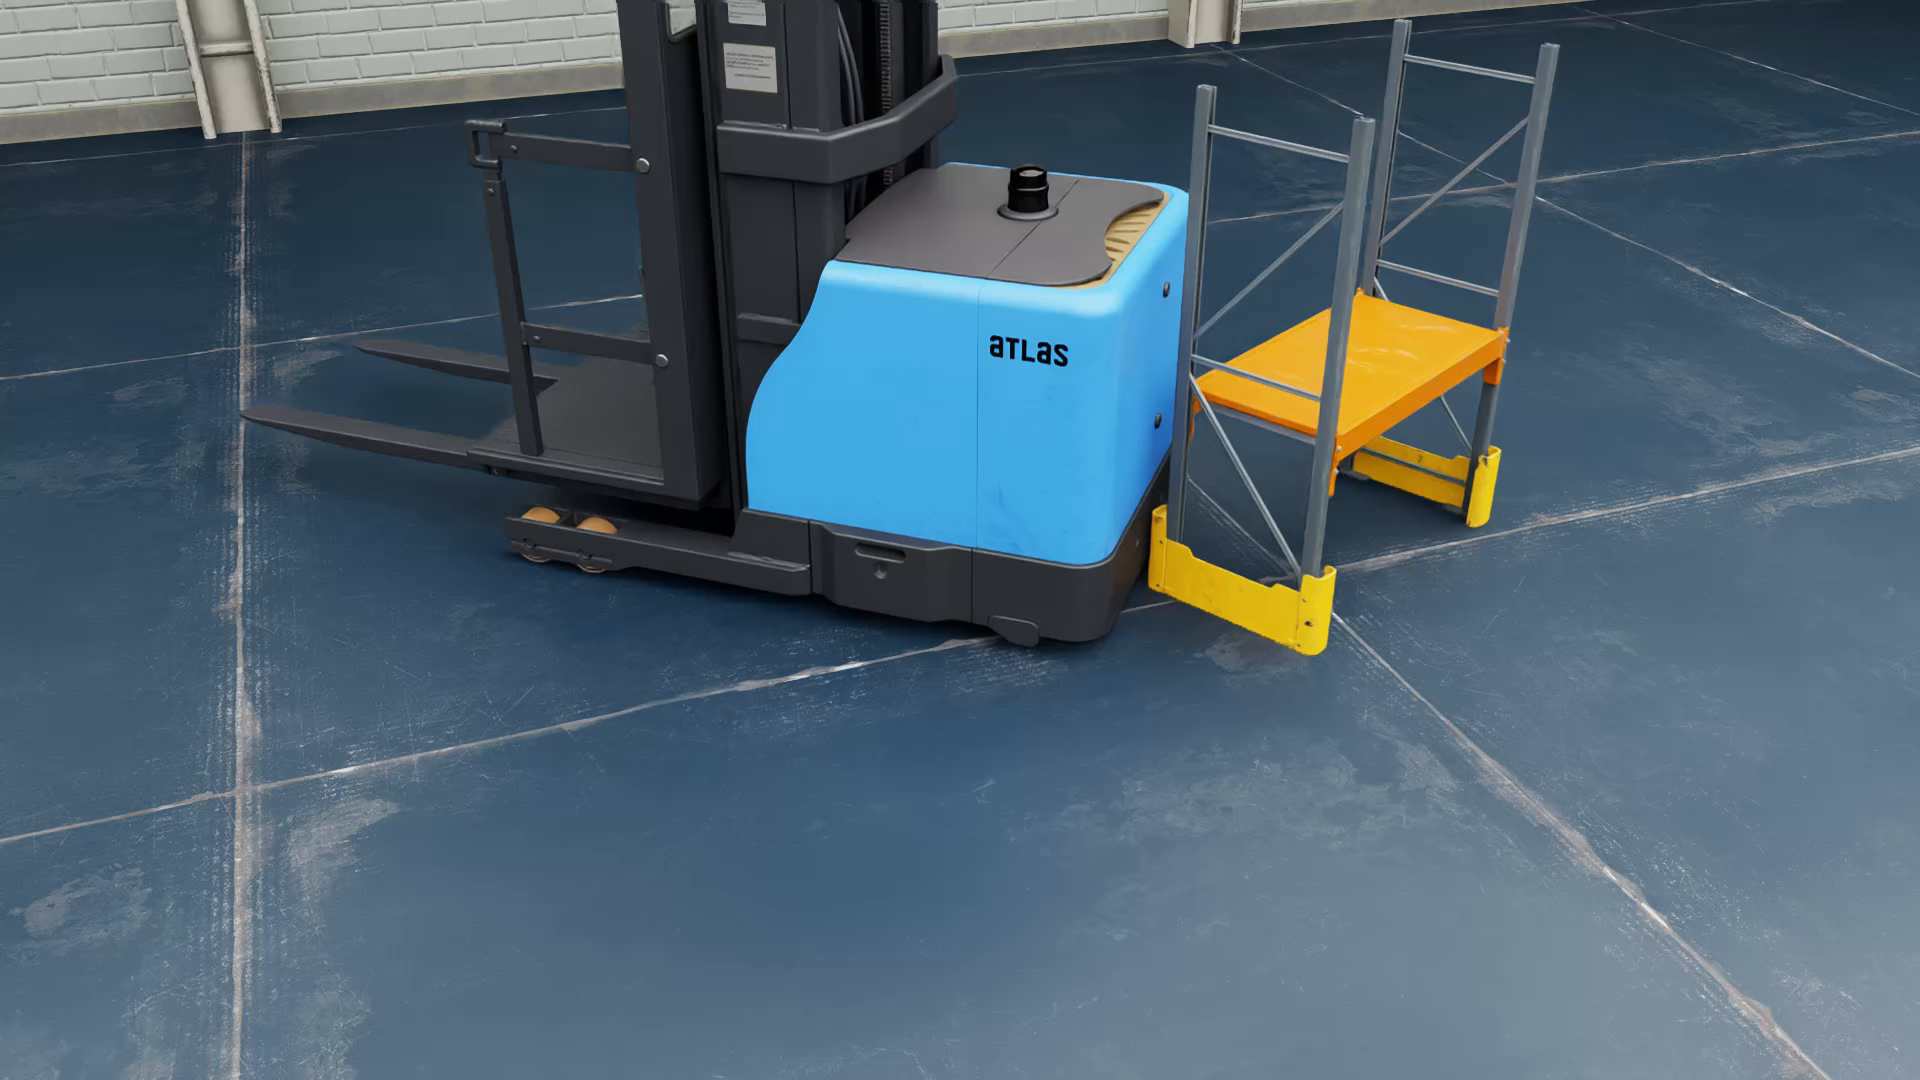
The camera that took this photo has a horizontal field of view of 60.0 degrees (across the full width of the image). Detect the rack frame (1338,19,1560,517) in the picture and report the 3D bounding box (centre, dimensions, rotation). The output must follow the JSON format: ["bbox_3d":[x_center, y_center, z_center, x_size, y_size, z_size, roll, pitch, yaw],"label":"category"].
[{"bbox_3d":[1.480,-0.808,5.153,0.500,1.500,0.032,24,37,35],"label":"rack frame"}]

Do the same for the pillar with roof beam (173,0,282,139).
[{"bbox_3d":[-2.501,-4.214,3.557,0.400,9.000,9.100,-10,31,-18],"label":"pillar with roof beam"}]

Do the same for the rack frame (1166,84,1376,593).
[{"bbox_3d":[0.802,-0.433,4.495,0.500,1.500,0.032,24,37,35],"label":"rack frame"}]

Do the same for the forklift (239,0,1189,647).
[{"bbox_3d":[-0.865,-1.407,4.758,3.031,2.935,1.130,10,31,17],"label":"forklift"}]

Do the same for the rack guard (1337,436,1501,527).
[{"bbox_3d":[1.467,-0.258,5.450,0.587,0.250,0.087,24,37,35],"label":"rack guard"}]

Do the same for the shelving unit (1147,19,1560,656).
[{"bbox_3d":[1.135,-0.617,4.818,0.587,1.500,1.083,24,37,35],"label":"shelving unit"}]

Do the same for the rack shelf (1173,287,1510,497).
[{"bbox_3d":[1.141,-0.464,4.913,0.538,0.185,1.000,24,37,35],"label":"rack shelf"}]

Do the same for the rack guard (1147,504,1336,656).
[{"bbox_3d":[0.802,0.110,4.805,0.587,0.250,0.087,24,37,35],"label":"rack guard"}]

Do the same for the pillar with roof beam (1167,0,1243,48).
[{"bbox_3d":[3.123,-5.250,5.374,0.400,9.000,9.100,-10,31,-18],"label":"pillar with roof beam"}]
